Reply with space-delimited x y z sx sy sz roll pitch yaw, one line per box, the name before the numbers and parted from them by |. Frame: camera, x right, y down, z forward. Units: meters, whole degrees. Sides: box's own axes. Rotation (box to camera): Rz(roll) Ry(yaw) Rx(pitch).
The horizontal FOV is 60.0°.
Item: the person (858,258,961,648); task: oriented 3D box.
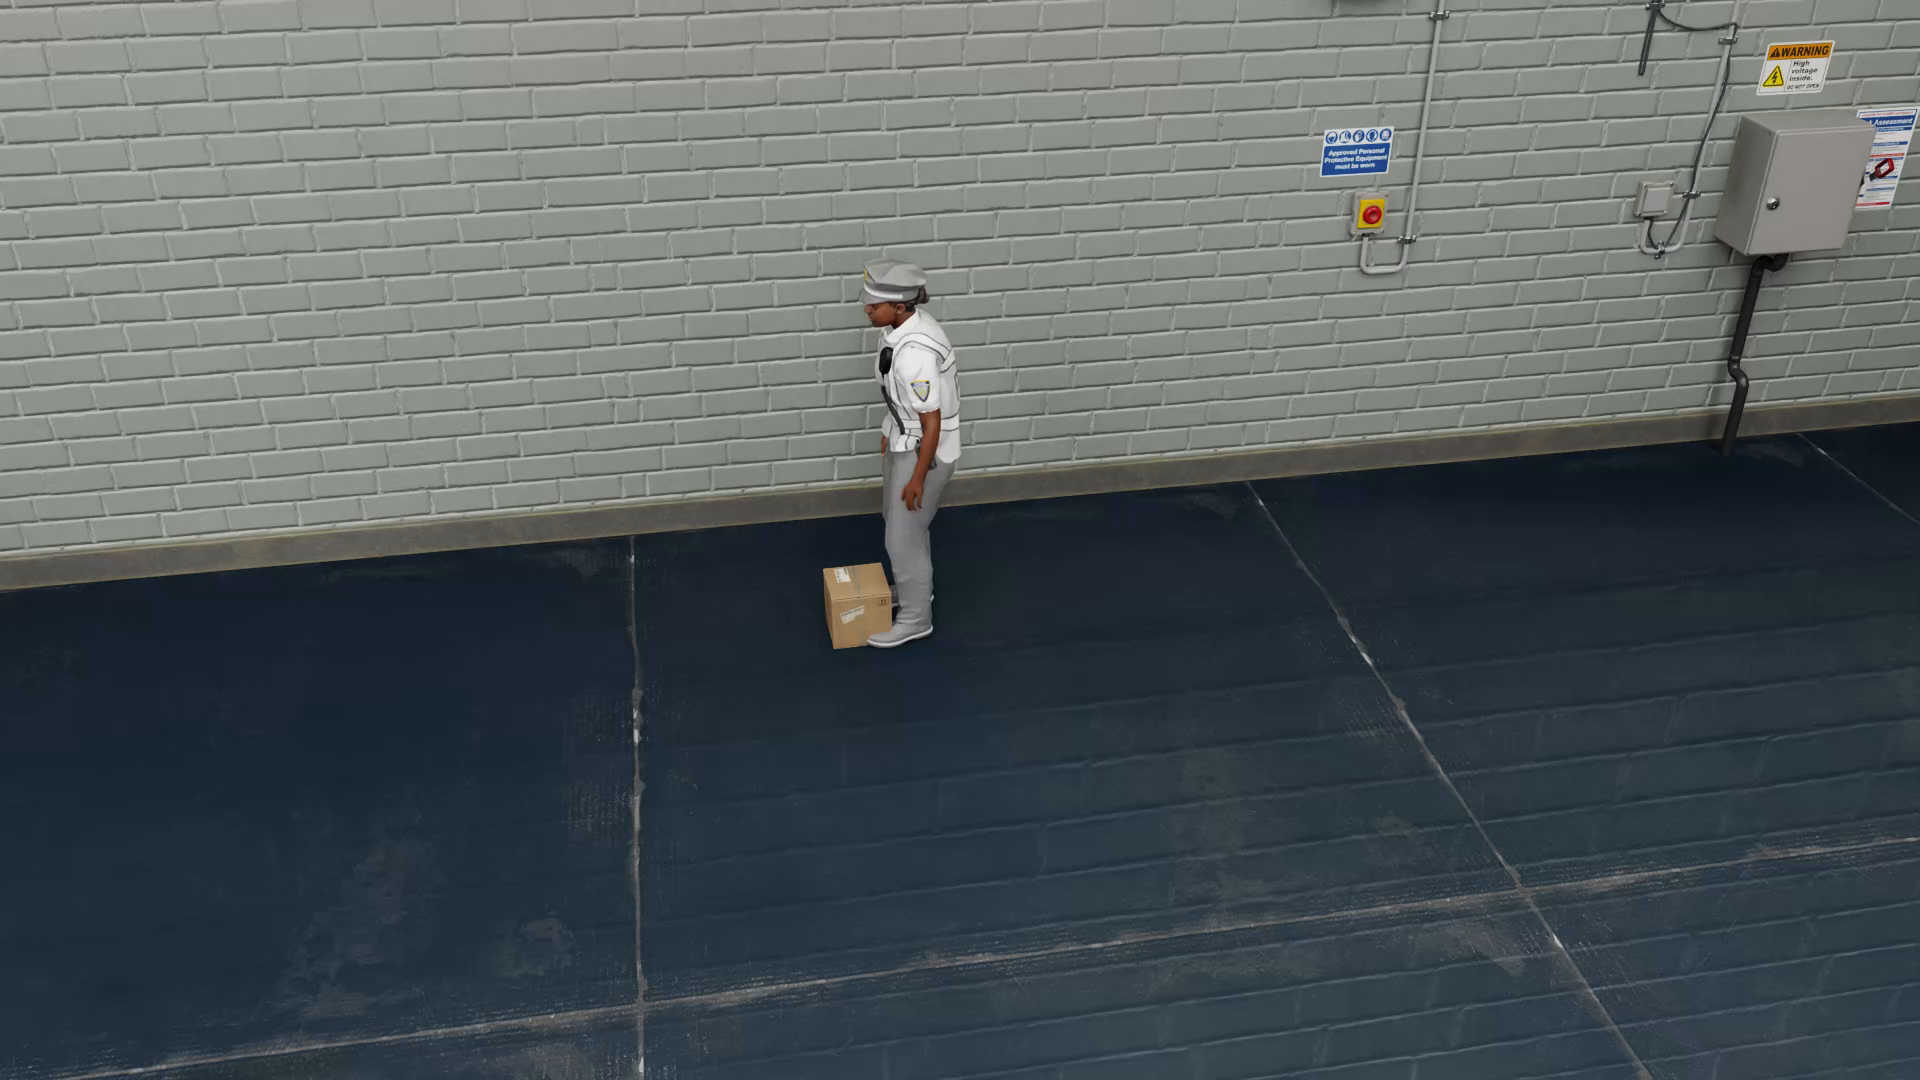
person | -0.218 -0.350 6.714 0.421 1.664 0.532 -7 32 -11
